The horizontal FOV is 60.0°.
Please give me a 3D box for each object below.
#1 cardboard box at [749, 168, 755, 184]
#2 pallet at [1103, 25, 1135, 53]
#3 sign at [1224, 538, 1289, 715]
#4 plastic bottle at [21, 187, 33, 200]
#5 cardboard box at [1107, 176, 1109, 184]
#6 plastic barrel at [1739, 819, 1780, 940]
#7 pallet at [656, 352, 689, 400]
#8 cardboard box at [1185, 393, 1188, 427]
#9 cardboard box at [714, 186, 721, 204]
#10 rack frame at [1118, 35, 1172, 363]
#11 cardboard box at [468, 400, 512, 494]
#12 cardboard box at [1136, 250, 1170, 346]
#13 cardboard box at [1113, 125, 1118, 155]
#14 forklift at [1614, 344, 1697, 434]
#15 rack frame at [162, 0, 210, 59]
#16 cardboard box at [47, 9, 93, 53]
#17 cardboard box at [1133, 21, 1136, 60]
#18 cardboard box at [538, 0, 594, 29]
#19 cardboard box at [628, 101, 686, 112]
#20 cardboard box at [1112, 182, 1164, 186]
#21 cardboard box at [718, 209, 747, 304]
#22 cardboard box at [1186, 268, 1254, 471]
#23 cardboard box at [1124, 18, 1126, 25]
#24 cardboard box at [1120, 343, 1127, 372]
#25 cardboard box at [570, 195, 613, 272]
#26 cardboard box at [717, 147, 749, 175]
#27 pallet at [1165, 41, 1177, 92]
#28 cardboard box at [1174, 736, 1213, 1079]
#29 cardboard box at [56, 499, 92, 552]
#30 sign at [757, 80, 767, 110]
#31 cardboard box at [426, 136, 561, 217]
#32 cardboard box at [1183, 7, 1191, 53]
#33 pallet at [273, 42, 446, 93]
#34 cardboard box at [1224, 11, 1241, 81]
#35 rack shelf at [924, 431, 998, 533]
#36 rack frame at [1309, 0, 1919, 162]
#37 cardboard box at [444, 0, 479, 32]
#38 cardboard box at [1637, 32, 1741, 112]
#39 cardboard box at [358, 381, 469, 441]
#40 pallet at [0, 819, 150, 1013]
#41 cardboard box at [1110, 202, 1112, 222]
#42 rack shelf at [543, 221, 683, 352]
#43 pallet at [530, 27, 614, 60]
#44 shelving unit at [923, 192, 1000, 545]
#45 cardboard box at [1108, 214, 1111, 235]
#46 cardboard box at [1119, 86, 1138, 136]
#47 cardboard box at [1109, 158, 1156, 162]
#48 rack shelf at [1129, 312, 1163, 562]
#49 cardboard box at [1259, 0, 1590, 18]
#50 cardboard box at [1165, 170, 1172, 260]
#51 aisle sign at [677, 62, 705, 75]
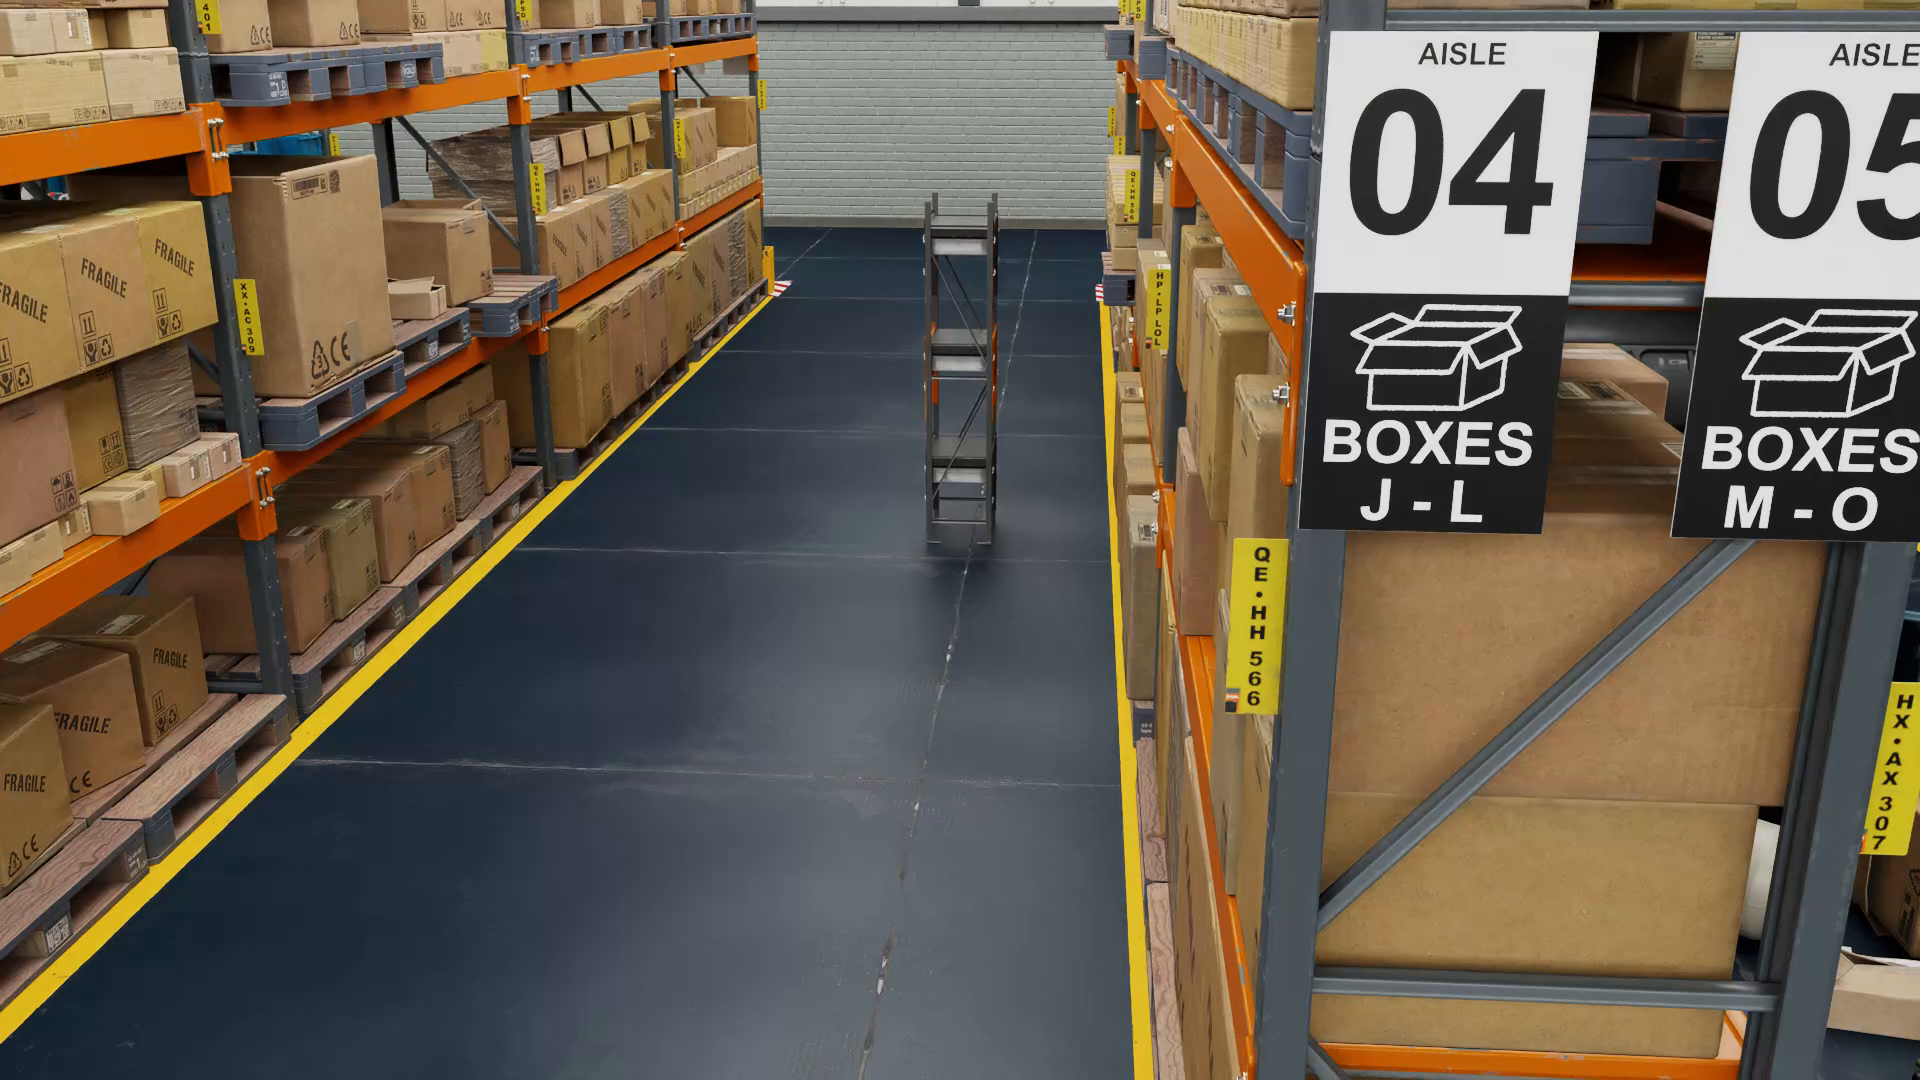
[{"bbox_3d":[-2.447,-3.961,18.098,0.380,0.149,0.250,1,18,4],"label":"cardboard box"},{"bbox_3d":[1.769,-4.042,13.424,1.213,0.211,1.003,1,18,4],"label":"pallet"},{"bbox_3d":[0.520,0.153,2.899,0.100,0.325,0.005,1,18,4],"label":"sign"},{"bbox_3d":[-8.312,-3.009,14.869,0.144,0.351,0.185,1,18,4],"label":"plastic bottle"},{"bbox_3d":[1.433,-3.004,14.025,0.380,0.149,0.250,2,18,5],"label":"cardboard box"},{"bbox_3d":[2.795,1.201,6.079,0.512,0.421,0.421,17,25,41],"label":"plastic barrel"},{"bbox_3d":[-3.000,-1.470,14.571,1.003,0.211,1.213,1,18,4],"label":"pallet"},{"bbox_3d":[1.332,-0.366,6.483,0.875,0.550,0.550,1,18,4],"label":"cardboard box"},{"bbox_3d":[-2.575,-3.404,16.399,0.380,0.149,0.250,1,18,5],"label":"cardboard box"},{"bbox_3d":[1.920,-2.895,14.440,1.000,3.000,0.127,1,18,4],"label":"rack frame"},{"bbox_3d":[-3.335,-0.607,10.767,0.700,0.500,0.500,0,18,1],"label":"cardboard box"},{"bbox_3d":[1.298,-1.409,9.744,0.500,0.500,0.500,1,18,3],"label":"cardboard box"},{"bbox_3d":[1.899,-4.193,17.763,0.500,0.500,0.500,2,18,7],"label":"cardboard box"},{"bbox_3d":[3.555,-0.778,8.091,1.130,2.935,3.031,1,18,2],"label":"forklift"},{"bbox_3d":[-3.593,-3.403,6.357,1.000,3.000,0.127,1,18,4],"label":"rack frame"},{"bbox_3d":[-3.371,-1.828,5.967,0.380,0.149,0.250,0,18,1],"label":"cardboard box"},{"bbox_3d":[1.484,-3.619,11.673,0.500,0.500,0.500,1,18,4],"label":"cardboard box"},{"bbox_3d":[-3.182,-4.103,12.471,0.797,0.503,0.637,1,18,3],"label":"cardboard box"},{"bbox_3d":[-3.104,-4.246,17.123,0.500,0.500,0.500,1,18,2],"label":"cardboard box"},{"bbox_3d":[1.289,-2.495,11.993,0.380,0.149,0.250,1,18,4],"label":"cardboard box"},{"bbox_3d":[-2.765,-2.986,17.456,0.875,0.875,0.875,1,18,4],"label":"cardboard box"},{"bbox_3d":[1.186,-0.543,5.287,0.875,0.550,0.550,1,18,4],"label":"cardboard box"},{"bbox_3d":[1.733,-4.562,14.952,0.500,0.250,0.500,1,18,4],"label":"cardboard box"},{"bbox_3d":[1.482,-1.200,12.608,0.500,0.500,0.500,0,18,1],"label":"cardboard box"},{"bbox_3d":[-2.933,-2.306,12.484,0.500,0.500,0.500,1,18,3],"label":"cardboard box"},{"bbox_3d":[-2.540,-4.035,17.684,0.500,0.250,0.500,1,18,3],"label":"cardboard box"},{"bbox_3d":[1.563,-2.440,8.537,1.003,0.211,1.213,2,18,6],"label":"pallet"},{"bbox_3d":[1.103,1.157,4.813,0.875,0.875,0.875,1,18,3],"label":"cardboard box"},{"bbox_3d":[-3.477,-0.051,6.164,0.380,0.149,0.250,1,18,4],"label":"cardboard box"},{"bbox_3d":[-2.193,-4.925,18.398,0.100,0.325,0.005,1,18,4],"label":"sign"},{"bbox_3d":[-3.238,-2.545,11.602,0.797,0.503,0.637,2,18,6],"label":"cardboard box"},{"bbox_3d":[0.945,-1.700,5.544,0.380,0.149,0.250,1,18,4],"label":"cardboard box"},{"bbox_3d":[-3.372,-2.400,8.414,1.213,0.211,1.003,1,18,4],"label":"pallet"},{"bbox_3d":[0.818,-1.148,3.860,0.380,0.149,0.250,1,18,3],"label":"cardboard box"},{"bbox_3d":[0.012,-0.371,10.475,0.431,0.518,0.480,1,18,4],"label":"rack shelf"},{"bbox_3d":[1.060,-2.019,2.132,1.000,3.000,0.127,1,18,4],"label":"rack frame"},{"bbox_3d":[-3.117,-3.192,9.566,0.500,0.500,0.500,1,18,4],"label":"cardboard box"},{"bbox_3d":[1.404,-0.820,2.860,0.380,0.149,0.250,1,18,4],"label":"cardboard box"},{"bbox_3d":[-3.353,-0.798,10.146,0.500,0.250,0.500,3,18,10],"label":"cardboard box"},{"bbox_3d":[-3.691,1.362,5.927,1.003,0.211,1.213,1,18,4],"label":"pallet"},{"bbox_3d":[1.305,-2.438,12.298,0.380,0.149,0.250,2,18,5],"label":"cardboard box"},{"bbox_3d":[-3.163,-2.074,13.090,1.077,0.370,4.000,1,18,4],"label":"rack shelf"},{"bbox_3d":[-3.236,-3.679,12.319,1.003,0.211,1.213,2,18,6],"label":"pallet"},{"bbox_3d":[0.012,-1.049,10.253,0.431,2.100,0.503,1,18,4],"label":"shelving unit"},{"bbox_3d":[1.324,-2.379,12.595,0.380,0.149,0.250,0,18,1],"label":"cardboard box"},{"bbox_3d":[1.716,-3.871,15.177,0.500,0.500,0.500,1,18,2],"label":"cardboard box"},{"bbox_3d":[1.419,-3.059,13.714,0.380,0.149,0.250,2,18,5],"label":"cardboard box"},{"bbox_3d":[1.490,-0.689,8.865,1.077,0.370,4.000,1,18,4],"label":"rack shelf"},{"bbox_3d":[0.816,-1.069,2.978,0.500,0.250,0.500,2,18,5],"label":"cardboard box"},{"bbox_3d":[1.556,-1.879,9.573,0.700,0.500,0.500,1,18,3],"label":"cardboard box"},{"bbox_3d":[-3.027,-5.544,18.349,0.394,0.787,0.004,1,18,4],"label":"aisle sign"}]
